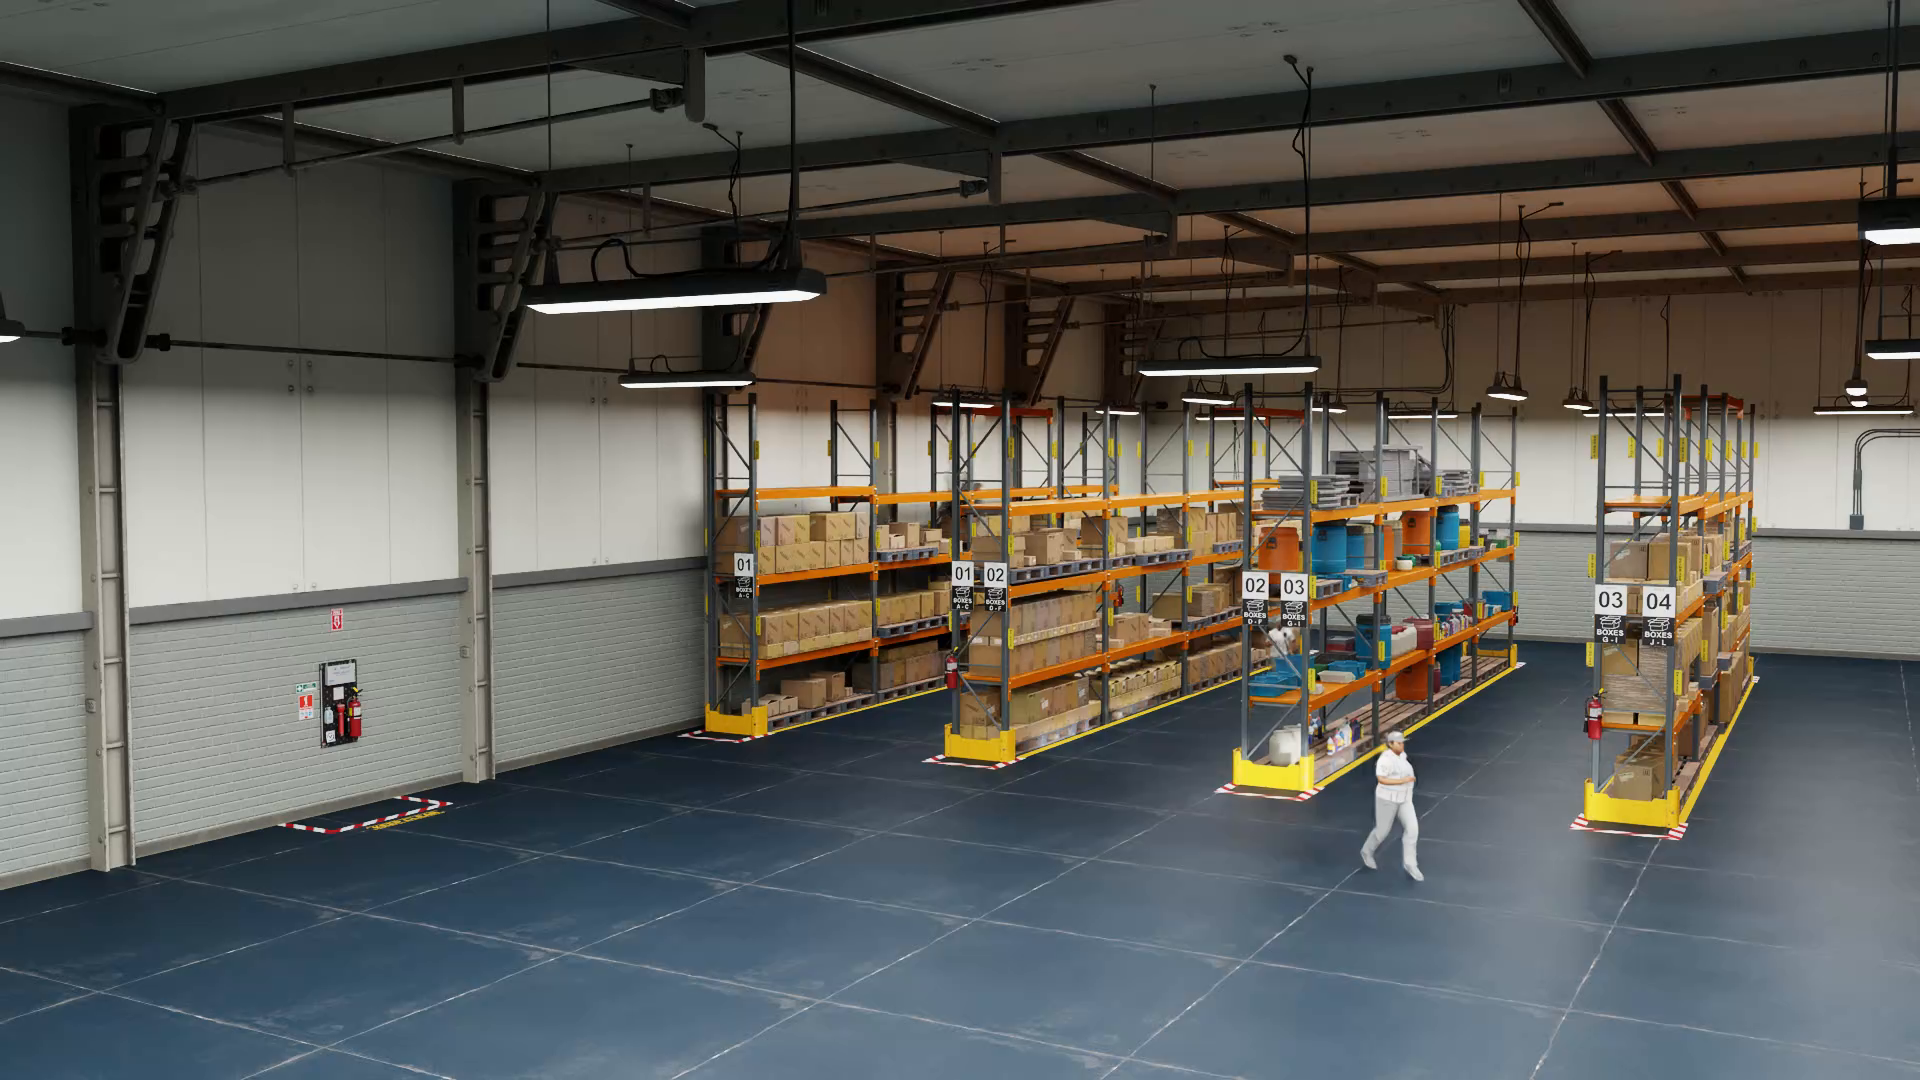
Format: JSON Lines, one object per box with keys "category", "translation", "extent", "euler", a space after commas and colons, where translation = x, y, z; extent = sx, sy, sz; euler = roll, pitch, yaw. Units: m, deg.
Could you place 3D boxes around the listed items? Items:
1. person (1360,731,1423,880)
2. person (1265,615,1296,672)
{"category": "person", "translation": [5.092, 3.102, 19.626], "extent": [0.631, 1.717, 0.809], "euler": [-2, 4, -34]}
{"category": "person", "translation": [6.383, 2.344, 33.204], "extent": [0.575, 1.676, 0.938], "euler": [1, 3, 23]}
